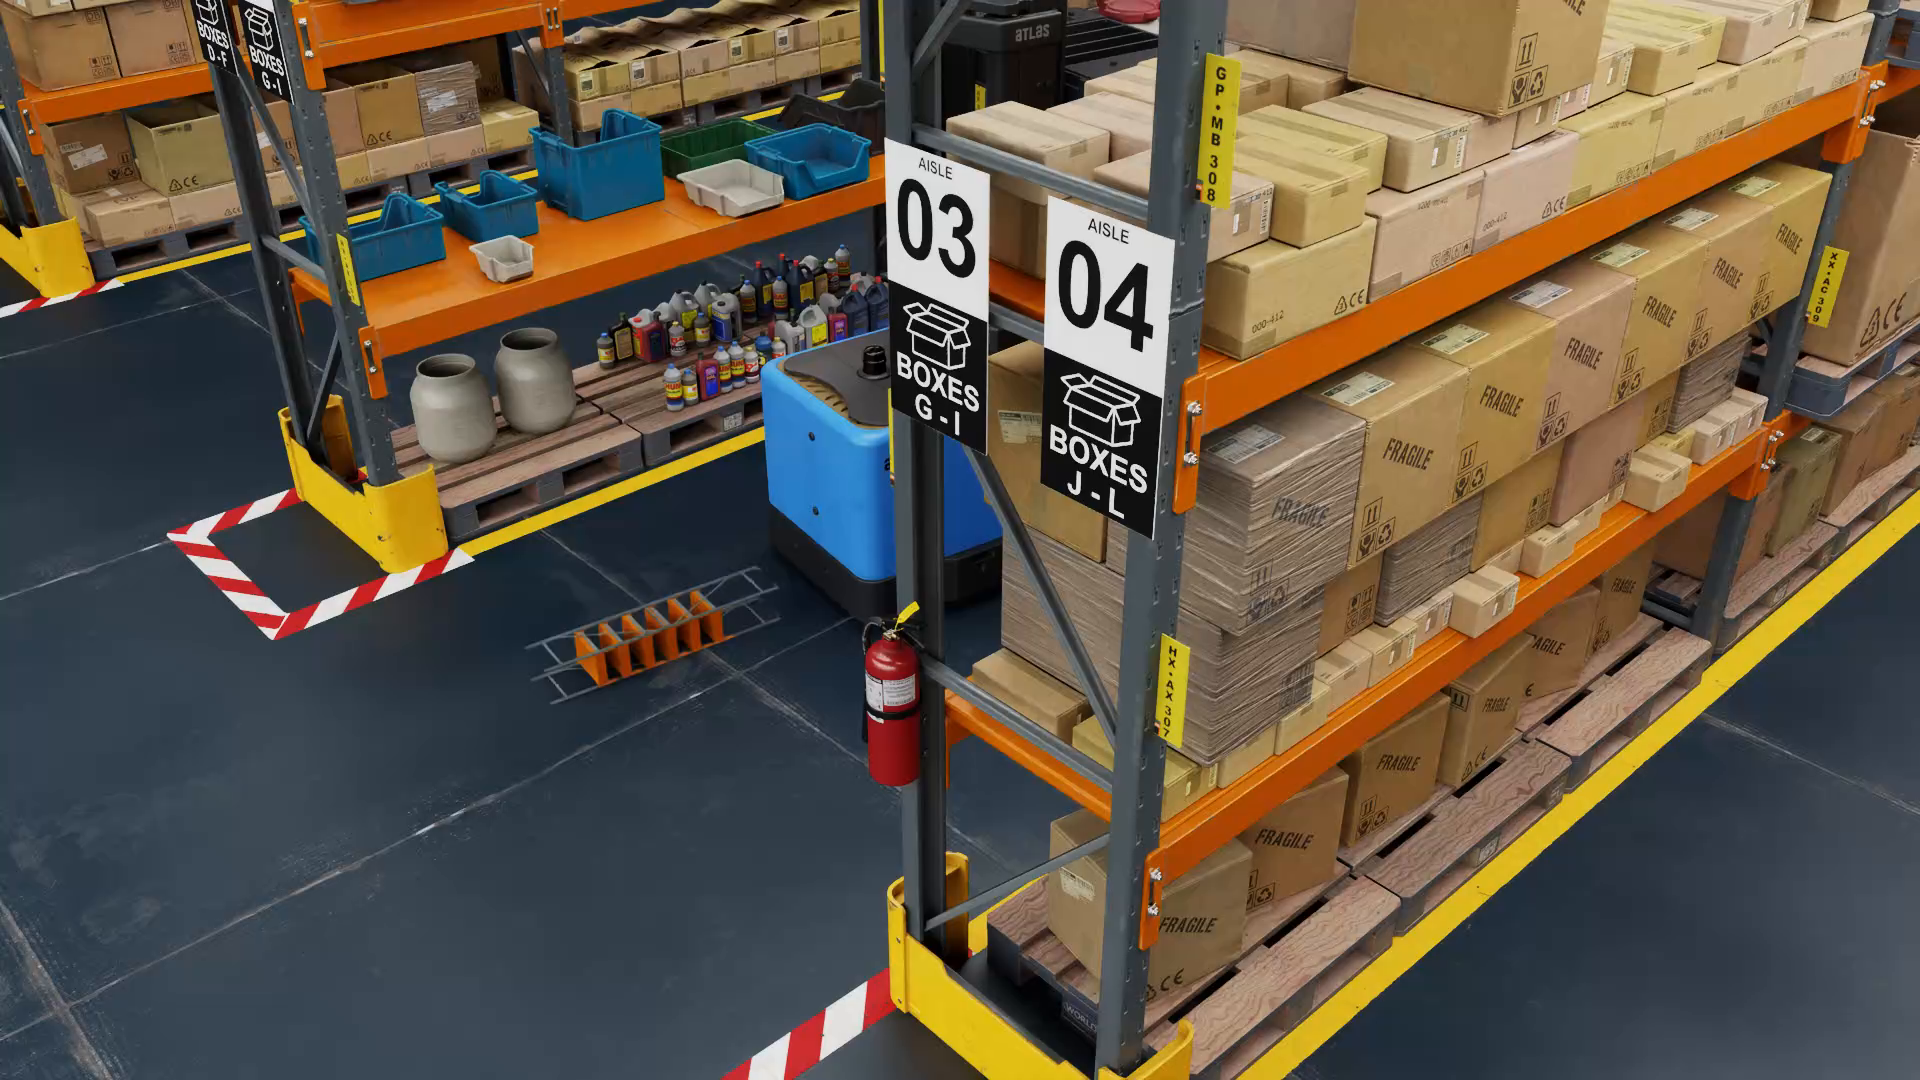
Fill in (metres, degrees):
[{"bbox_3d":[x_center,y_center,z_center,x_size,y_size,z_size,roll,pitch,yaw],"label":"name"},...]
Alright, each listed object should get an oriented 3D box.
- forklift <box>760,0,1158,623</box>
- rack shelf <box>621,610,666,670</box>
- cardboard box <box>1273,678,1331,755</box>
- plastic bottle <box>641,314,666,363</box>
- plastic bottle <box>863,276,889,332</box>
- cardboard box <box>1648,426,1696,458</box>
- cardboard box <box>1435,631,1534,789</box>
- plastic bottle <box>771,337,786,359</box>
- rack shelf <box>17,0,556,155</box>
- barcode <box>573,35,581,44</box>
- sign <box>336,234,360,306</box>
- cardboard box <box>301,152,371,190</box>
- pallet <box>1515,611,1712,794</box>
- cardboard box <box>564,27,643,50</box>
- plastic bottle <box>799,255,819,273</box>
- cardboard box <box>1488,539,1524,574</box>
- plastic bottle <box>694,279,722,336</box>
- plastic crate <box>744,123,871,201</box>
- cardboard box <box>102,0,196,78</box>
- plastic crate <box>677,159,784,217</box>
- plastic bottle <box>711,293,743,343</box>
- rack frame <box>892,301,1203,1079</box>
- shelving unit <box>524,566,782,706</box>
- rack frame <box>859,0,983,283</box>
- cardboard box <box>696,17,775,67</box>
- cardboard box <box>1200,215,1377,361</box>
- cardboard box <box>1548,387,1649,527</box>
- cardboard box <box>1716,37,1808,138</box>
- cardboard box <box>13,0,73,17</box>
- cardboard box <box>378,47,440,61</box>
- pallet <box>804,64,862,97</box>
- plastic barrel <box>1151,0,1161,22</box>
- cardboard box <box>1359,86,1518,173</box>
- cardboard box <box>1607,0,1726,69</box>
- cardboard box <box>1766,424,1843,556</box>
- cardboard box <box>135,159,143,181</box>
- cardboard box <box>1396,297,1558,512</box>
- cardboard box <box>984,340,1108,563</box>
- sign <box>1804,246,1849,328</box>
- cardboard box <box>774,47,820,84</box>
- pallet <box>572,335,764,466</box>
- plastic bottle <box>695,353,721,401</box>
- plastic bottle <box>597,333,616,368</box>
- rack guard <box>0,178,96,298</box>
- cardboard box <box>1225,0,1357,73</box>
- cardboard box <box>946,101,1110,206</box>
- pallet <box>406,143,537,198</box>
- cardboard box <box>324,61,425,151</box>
[{"bbox_3d":[0.514,-1.434,8.286,3.031,2.935,1.130,-20,37,-29],"label":"forklift"},{"bbox_3d":[-1.491,0.461,7.810,0.103,0.180,0.258,-20,37,-29],"label":"rack shelf"},{"bbox_3d":[0.949,0.494,5.307,0.250,0.149,0.380,-26,40,-35],"label":"cardboard box"},{"bbox_3d":[-1.855,-1.220,10.052,0.133,0.283,0.061,-26,40,-35],"label":"plastic bottle"},{"bbox_3d":[-0.523,-1.471,10.398,0.185,0.351,0.144,-27,41,-37],"label":"plastic bottle"},{"bbox_3d":[2.749,-0.411,6.788,0.250,0.149,0.380,-26,40,-35],"label":"cardboard box"},{"bbox_3d":[1.984,0.612,6.867,0.500,0.500,0.500,25,39,35],"label":"cardboard box"},{"bbox_3d":[-1.090,-1.116,9.961,0.097,0.201,0.097,0,31,0],"label":"plastic bottle"},{"bbox_3d":[-5.078,-3.632,12.504,4.000,0.370,1.077,-26,40,-35],"label":"rack shelf"},{"bbox_3d":[-3.142,-4.111,13.651,0.075,0.075,0.001,-26,40,-35],"label":"barcode"},{"bbox_3d":[-2.809,-1.240,7.637,0.005,0.325,0.100,-26,40,-35],"label":"sign"},{"bbox_3d":[-4.900,-2.872,12.805,0.500,0.250,0.500,-26,40,-35],"label":"cardboard box"},{"bbox_3d":[2.652,0.584,7.593,1.213,0.211,1.003,-26,40,-35],"label":"pallet"},{"bbox_3d":[-3.133,-4.334,14.658,0.500,0.311,0.500,-25,39,-34],"label":"cardboard box"},{"bbox_3d":[-0.997,-1.708,10.856,0.135,0.276,0.152,-24,39,-34],"label":"plastic bottle"},{"bbox_3d":[1.818,0.024,6.076,0.250,0.149,0.380,-26,40,-35],"label":"cardboard box"},{"bbox_3d":[-1.571,-1.465,10.387,0.185,0.351,0.144,-26,40,-36],"label":"plastic bottle"},{"bbox_3d":[-0.874,-2.193,9.603,0.616,0.251,0.499,-26,40,-35],"label":"plastic crate"},{"bbox_3d":[-5.812,-3.621,11.701,0.500,0.500,0.700,-25,39,-34],"label":"cardboard box"},{"bbox_3d":[-1.265,-1.967,9.344,0.437,0.136,0.530,-26,40,-35],"label":"plastic crate"},{"bbox_3d":[-1.452,-1.385,10.329,0.135,0.276,0.152,-26,40,-35],"label":"plastic bottle"},{"bbox_3d":[0.188,0.561,4.957,0.127,3.000,1.000,-26,40,-35],"label":"rack frame"},{"bbox_3d":[-1.429,0.438,7.847,1.200,0.189,0.258,-20,37,-29],"label":"shelving unit"},{"bbox_3d":[-0.247,-2.752,10.376,0.127,3.000,1.000,-26,40,-35],"label":"rack frame"},{"bbox_3d":[-2.013,-4.491,14.915,0.500,0.311,0.500,-25,39,-34],"label":"cardboard box"},{"bbox_3d":[0.717,-0.727,4.331,0.500,0.250,0.500,-24,39,-34],"label":"cardboard box"},{"bbox_3d":[2.060,-0.512,6.330,0.500,0.500,0.875,-26,40,-35],"label":"cardboard box"},{"bbox_3d":[2.574,-1.631,5.810,0.500,0.250,0.500,-25,39,-34],"label":"cardboard box"},{"bbox_3d":[-6.111,-3.606,11.054,0.250,0.149,0.380,-26,40,-36],"label":"cardboard box"},{"bbox_3d":[-4.526,-3.750,13.521,0.500,0.500,0.500,-26,40,-35],"label":"cardboard box"},{"bbox_3d":[-1.309,-4.601,16.071,1.213,0.211,1.003,-26,40,-35],"label":"pallet"},{"bbox_3d":[1.459,-3.480,11.435,0.433,0.535,0.433,0,31,0],"label":"plastic barrel"},{"bbox_3d":[1.333,-1.180,4.690,0.250,0.149,0.380,-26,40,-36],"label":"cardboard box"},{"bbox_3d":[2.272,-1.665,5.483,0.250,0.149,0.380,-24,39,-34],"label":"cardboard box"},{"bbox_3d":[3.948,-0.351,8.422,0.500,0.500,0.700,-26,40,-36],"label":"cardboard box"},{"bbox_3d":[-5.994,-2.721,12.558,0.500,0.250,0.500,-26,40,-35],"label":"cardboard box"},{"bbox_3d":[1.513,-0.478,5.318,0.500,0.500,0.500,-26,40,-35],"label":"cardboard box"},{"bbox_3d":[0.423,-0.325,5.066,0.500,0.500,0.500,-26,40,-35],"label":"cardboard box"},{"bbox_3d":[3.495,-1.022,6.717,0.005,0.325,0.100,-26,40,-35],"label":"sign"},{"bbox_3d":[-1.645,-4.432,15.356,0.500,0.250,0.500,-25,39,-34],"label":"cardboard box"},{"bbox_3d":[-1.662,-0.906,10.029,1.213,0.211,1.003,-26,40,-35],"label":"pallet"},{"bbox_3d":[-1.460,-0.960,9.626,0.133,0.283,0.061,-25,39,-35],"label":"plastic bottle"},{"bbox_3d":[-2.131,-1.147,10.010,0.097,0.201,0.097,0,31,0],"label":"plastic bottle"},{"bbox_3d":[-6.563,-2.155,11.795,0.348,0.500,1.175,-26,40,-35],"label":"rack guard"},{"bbox_3d":[1.152,-1.748,4.998,0.500,0.500,0.500,-26,40,-35],"label":"cardboard box"},{"bbox_3d":[0.179,-1.043,4.466,0.250,0.149,0.380,-26,40,-35],"label":"cardboard box"},{"bbox_3d":[-4.224,-3.193,13.769,1.213,0.211,1.003,-26,40,-35],"label":"pallet"},{"bbox_3d":[-4.542,-3.375,12.908,0.500,0.500,0.500,-26,40,-35],"label":"cardboard box"}]
